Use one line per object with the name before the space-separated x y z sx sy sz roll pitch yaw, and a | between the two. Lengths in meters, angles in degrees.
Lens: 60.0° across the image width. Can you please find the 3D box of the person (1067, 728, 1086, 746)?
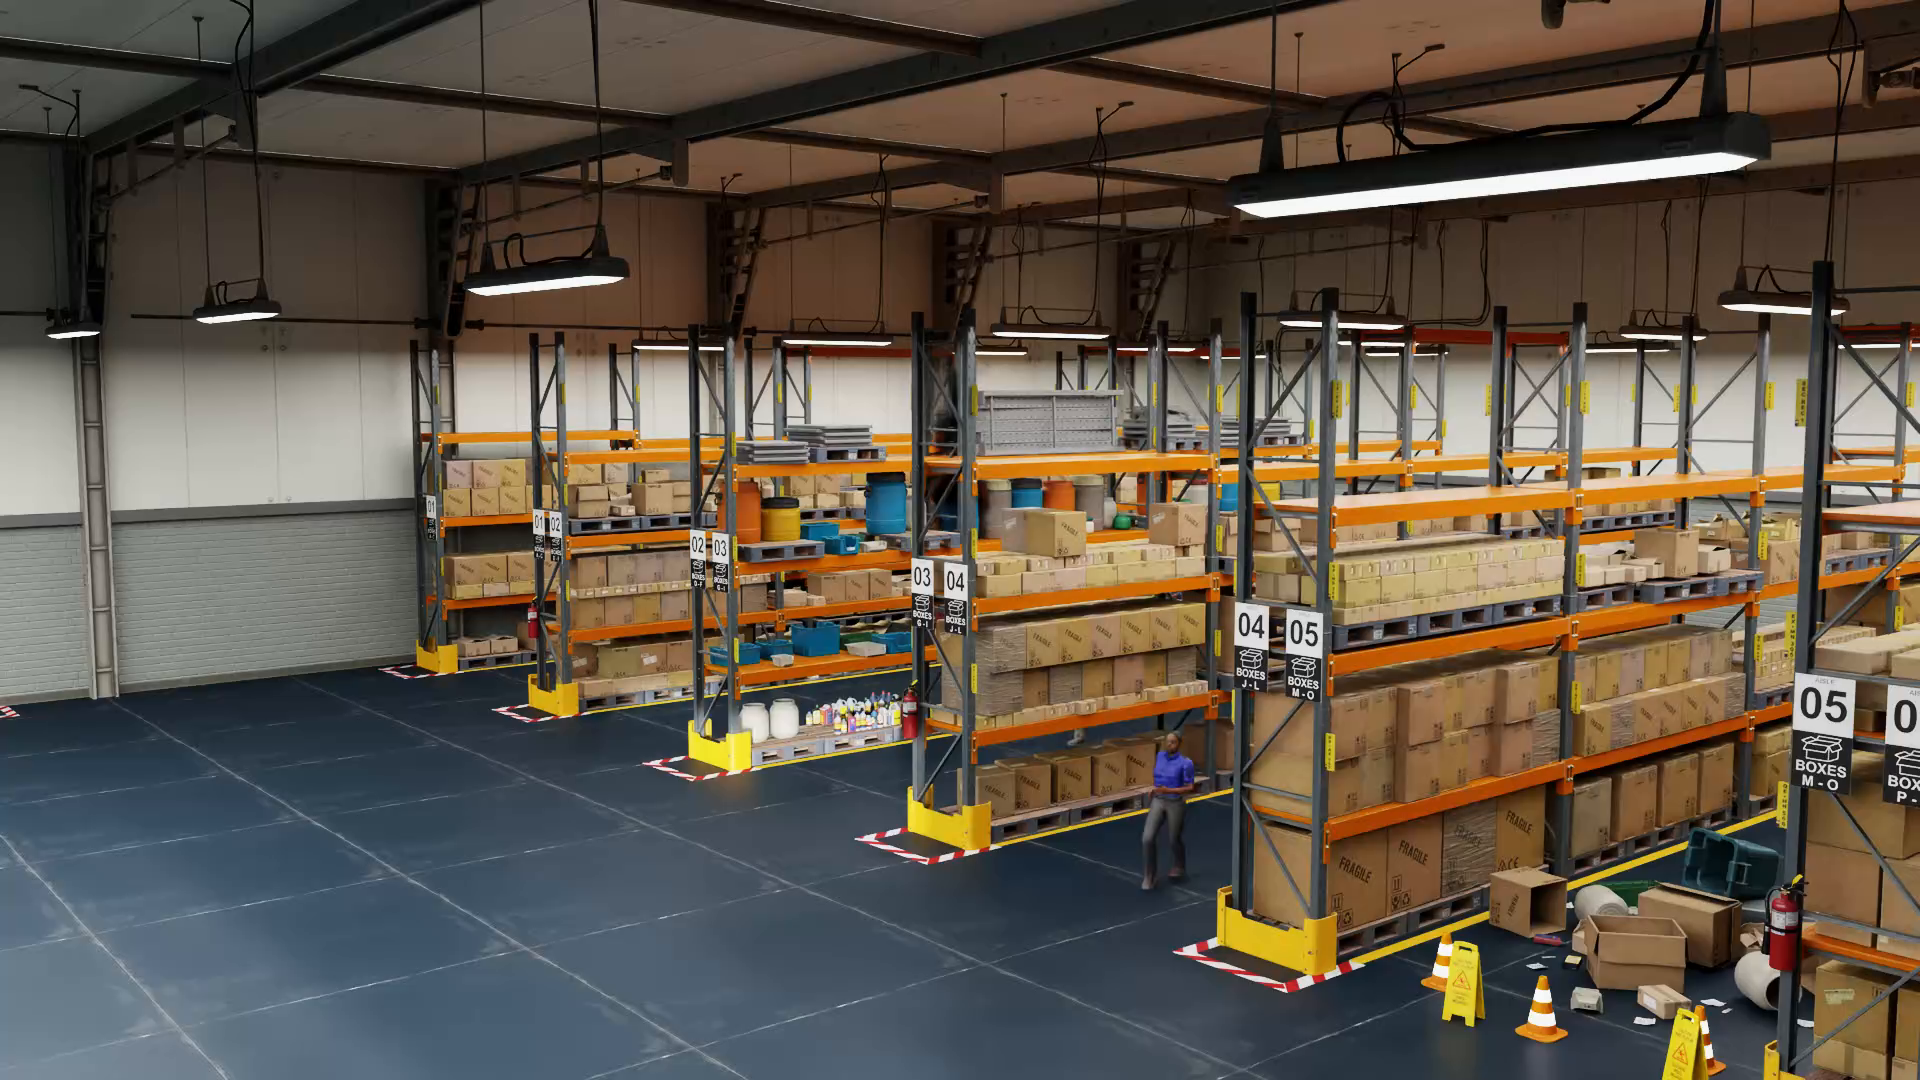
person | 1.606 1.998 22.669 0.554 1.609 0.621 -4 7 -37

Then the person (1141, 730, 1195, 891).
person | 2.185 2.797 17.161 0.561 1.685 0.707 4 6 33
